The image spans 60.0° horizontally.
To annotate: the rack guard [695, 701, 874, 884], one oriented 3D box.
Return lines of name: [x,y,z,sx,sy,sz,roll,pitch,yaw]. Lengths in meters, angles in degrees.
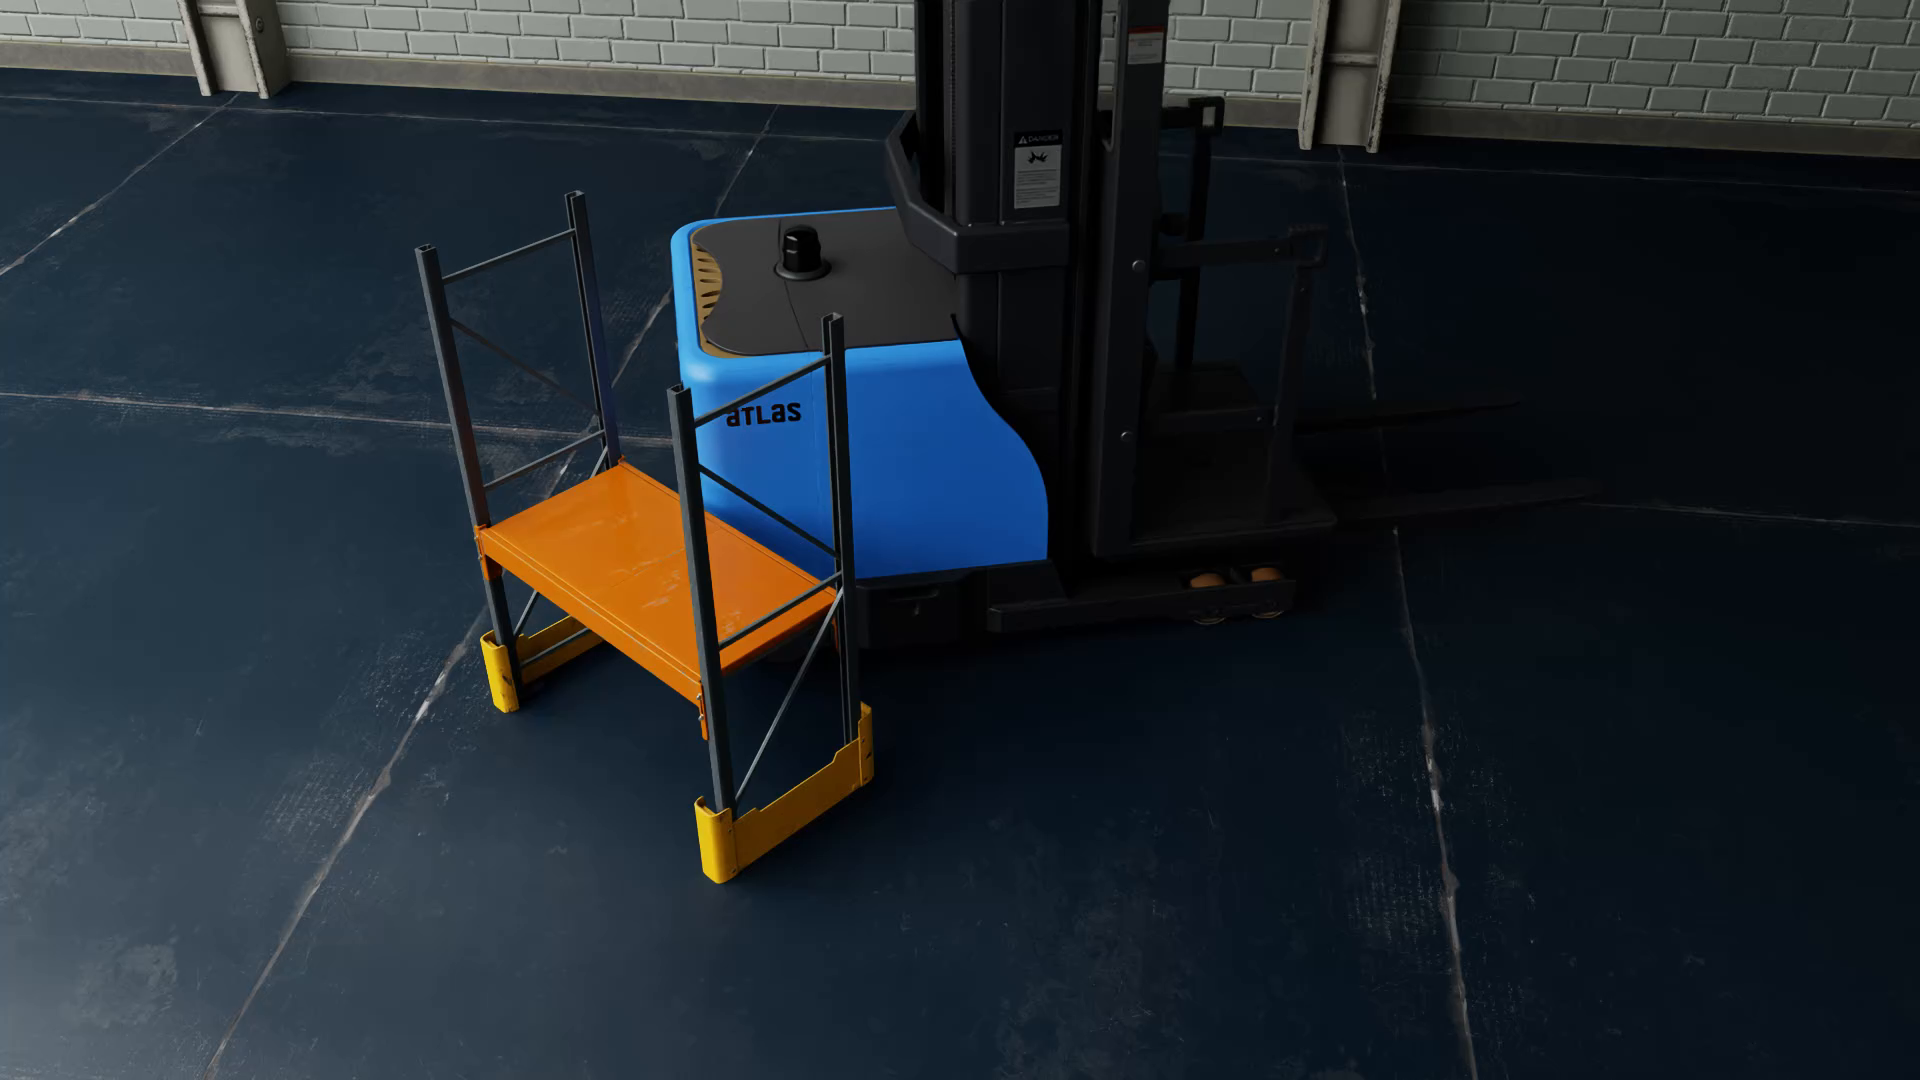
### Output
rack guard: [-0.471,0.685,4.576,0.087,0.250,0.587,29,45,34]

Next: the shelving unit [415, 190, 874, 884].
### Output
shelving unit: [-0.832,-0.024,4.492,1.083,1.500,0.587,29,45,34]

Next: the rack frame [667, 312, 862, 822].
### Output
rack frame: [-0.457,0.184,4.202,0.032,1.500,0.500,29,45,34]

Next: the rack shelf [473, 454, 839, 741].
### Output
rack shelf: [-0.825,0.126,4.591,1.000,0.185,0.538,29,45,34]

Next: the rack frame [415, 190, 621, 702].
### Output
rack frame: [-1.194,-0.223,4.772,0.032,1.500,0.500,29,45,34]

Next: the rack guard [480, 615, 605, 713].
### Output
rack guard: [-1.193,0.286,5.134,0.087,0.250,0.587,29,45,34]

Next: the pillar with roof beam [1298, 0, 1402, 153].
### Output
pillar with roof beam: [1.423,-3.272,2.588,0.400,9.000,9.100,4,36,6]

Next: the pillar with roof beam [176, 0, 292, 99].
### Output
pillar with roof beam: [-4.528,-3.716,3.210,0.400,9.000,9.100,4,36,6]

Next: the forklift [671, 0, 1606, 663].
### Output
forklift: [0.628,-1.217,4.932,3.031,2.935,1.130,-6,36,-8]
